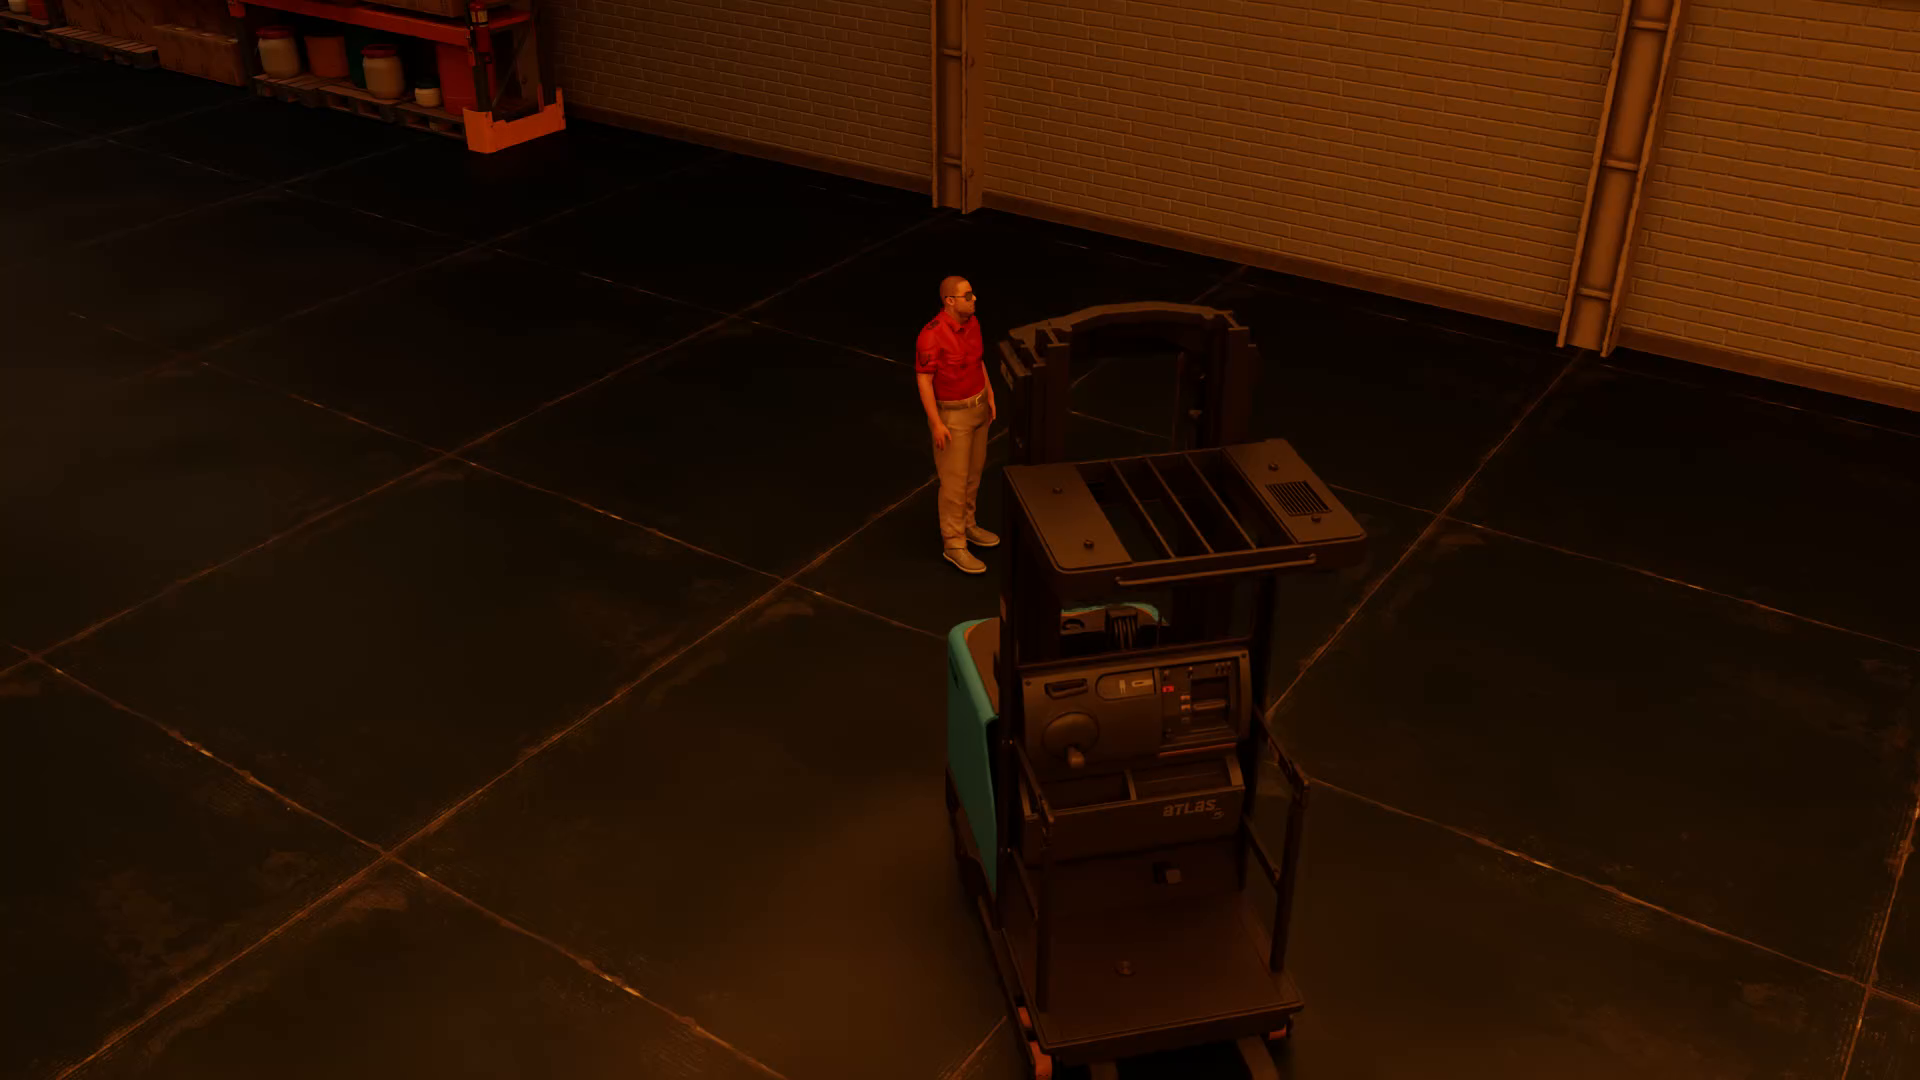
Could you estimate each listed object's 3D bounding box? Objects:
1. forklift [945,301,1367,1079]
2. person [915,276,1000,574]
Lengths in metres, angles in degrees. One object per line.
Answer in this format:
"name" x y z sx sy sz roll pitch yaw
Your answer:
"forklift" 0.747 0.712 6.355 1.130 2.935 3.031 -6 31 -11
"person" 0.068 -0.724 10.011 0.550 1.727 0.642 19 35 29
